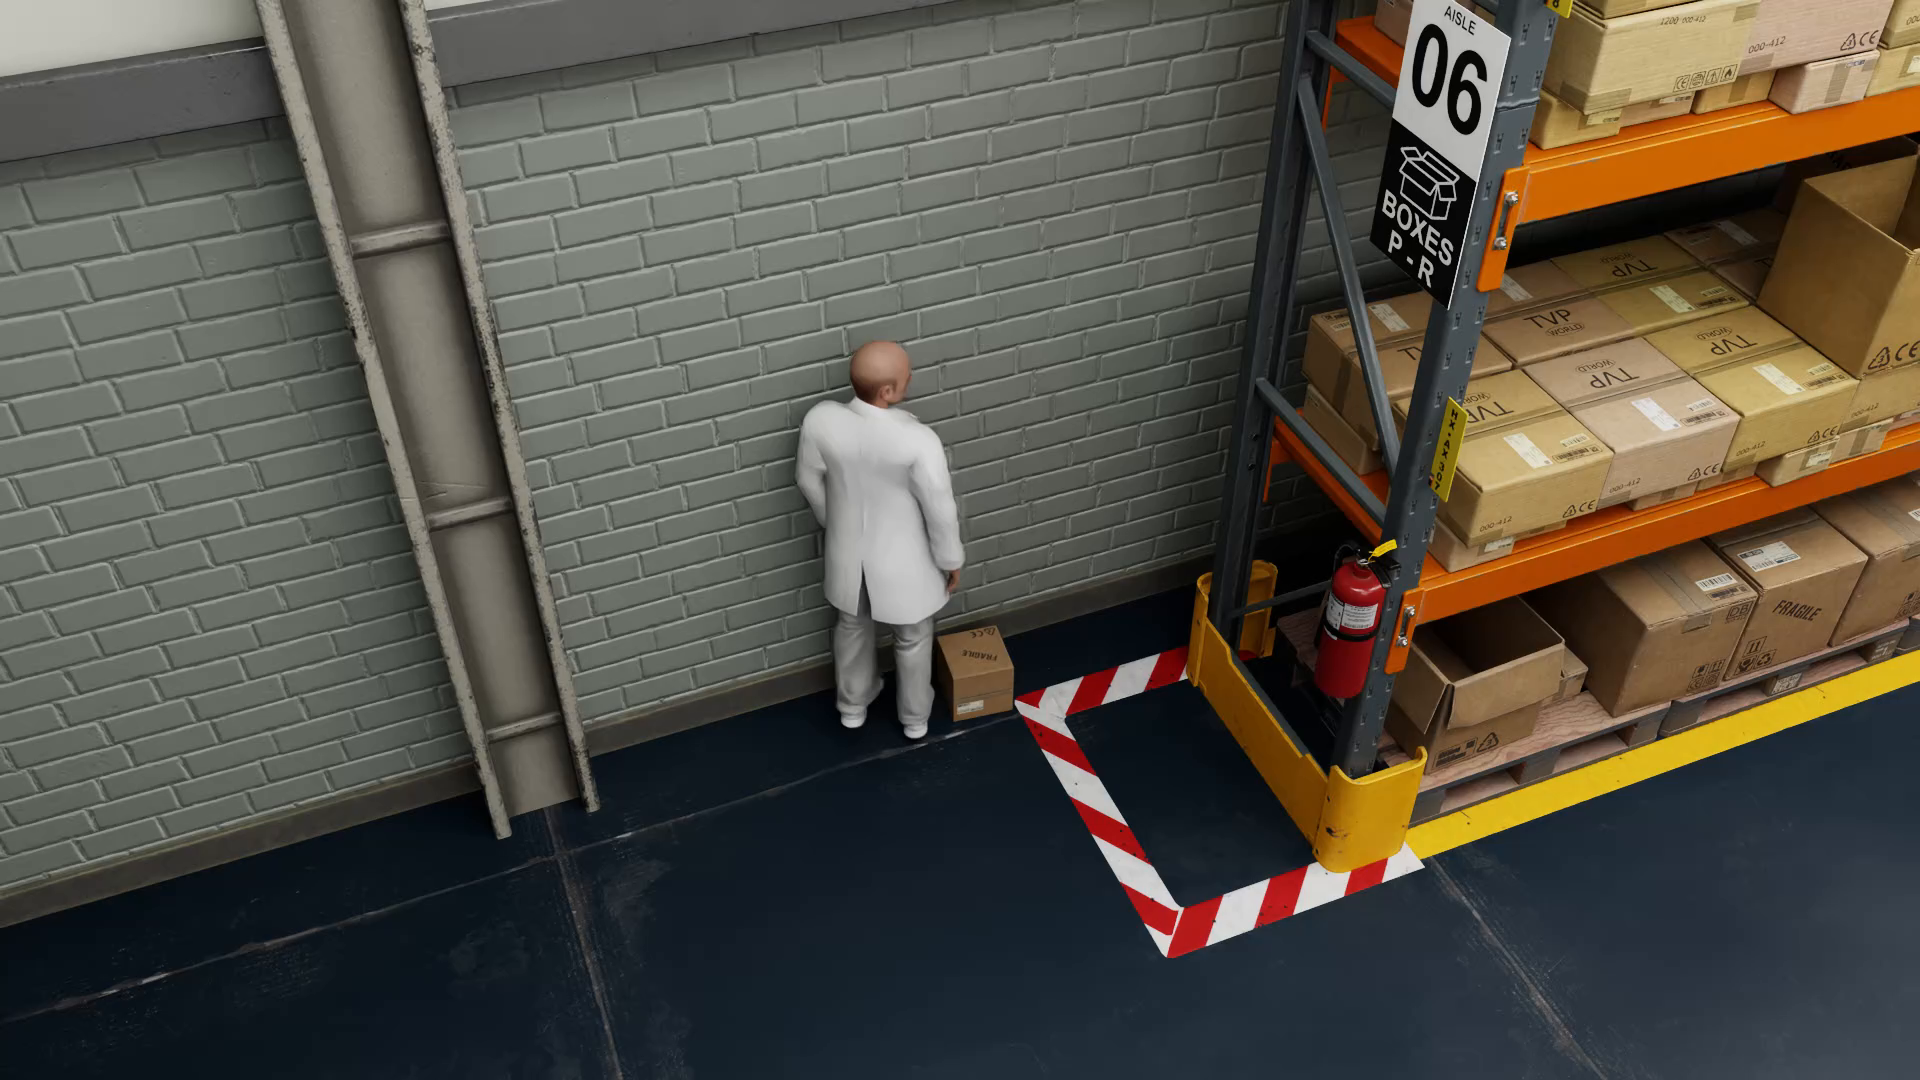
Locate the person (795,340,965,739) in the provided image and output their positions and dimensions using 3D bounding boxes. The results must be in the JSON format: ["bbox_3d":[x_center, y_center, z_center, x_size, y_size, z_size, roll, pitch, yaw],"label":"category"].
[{"bbox_3d":[-0.261,0.014,6.127,0.626,1.809,0.427,17,44,18],"label":"person"}]
